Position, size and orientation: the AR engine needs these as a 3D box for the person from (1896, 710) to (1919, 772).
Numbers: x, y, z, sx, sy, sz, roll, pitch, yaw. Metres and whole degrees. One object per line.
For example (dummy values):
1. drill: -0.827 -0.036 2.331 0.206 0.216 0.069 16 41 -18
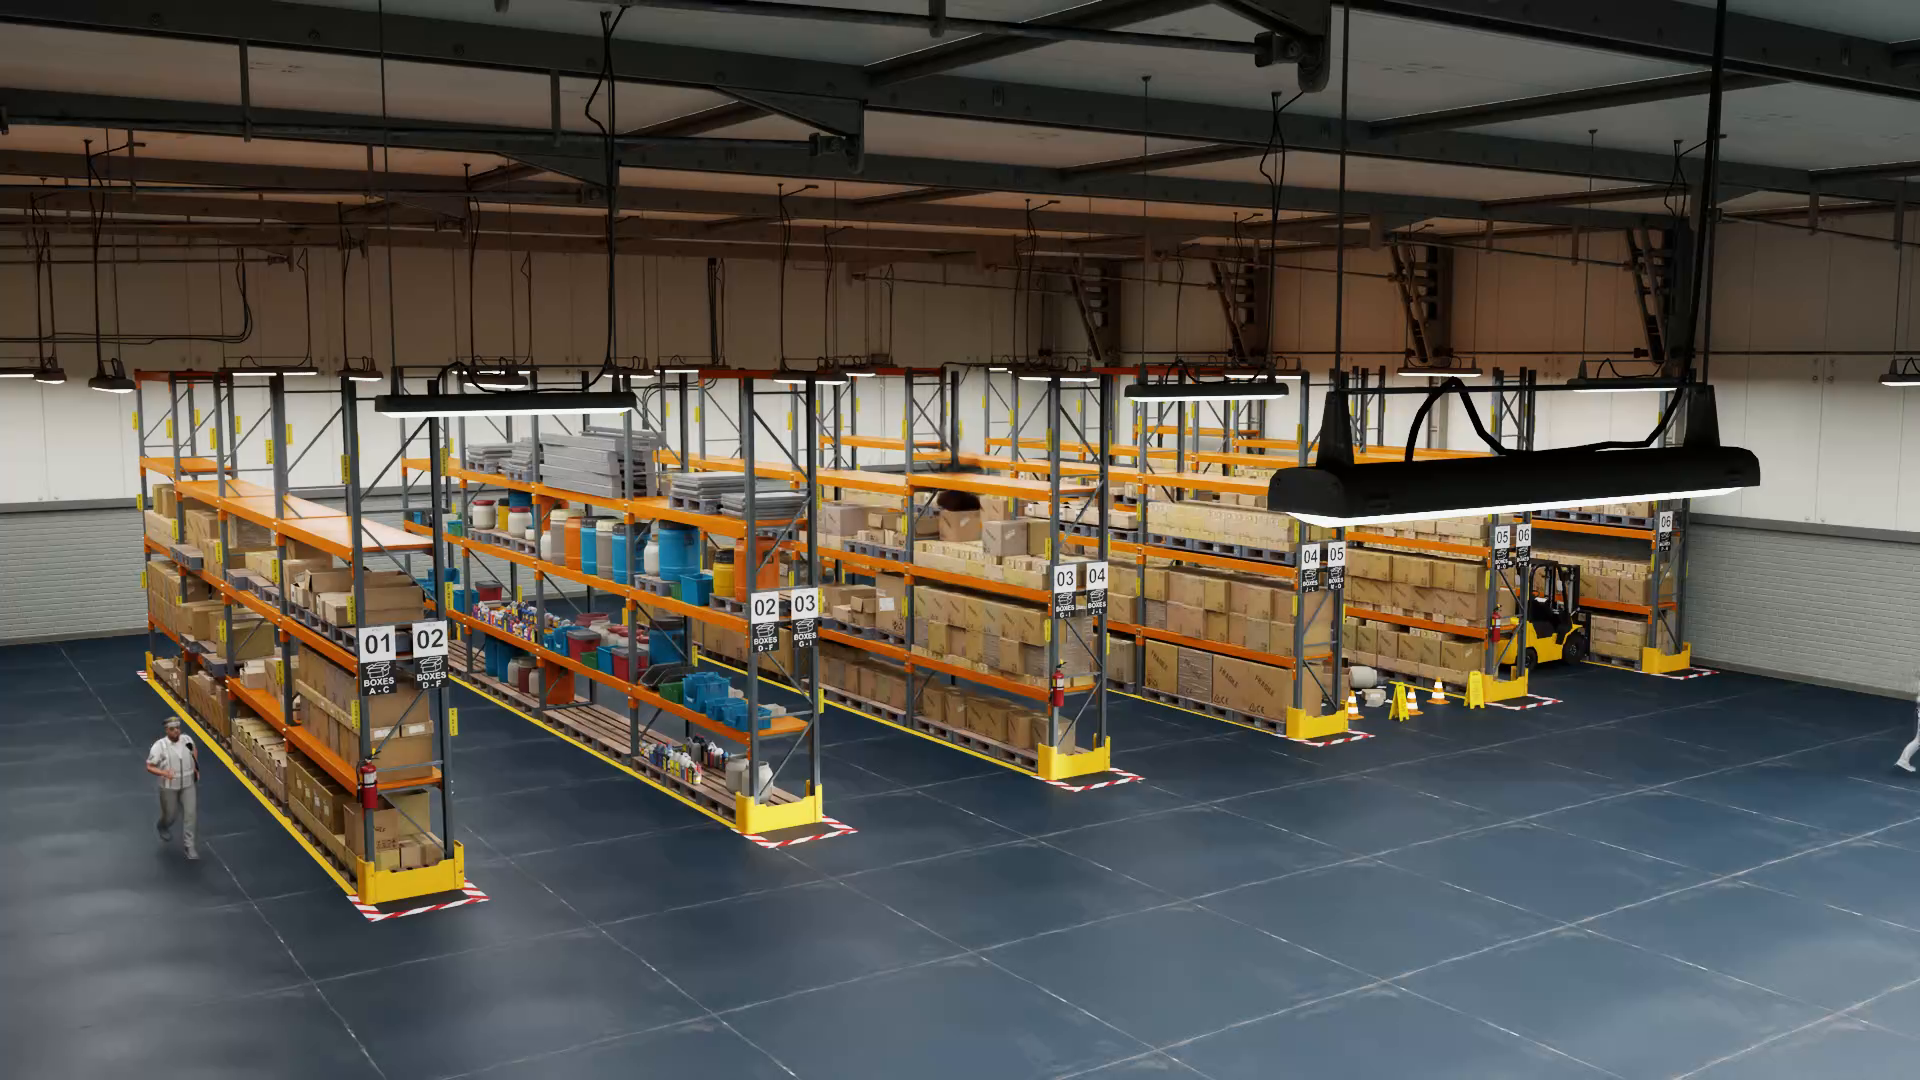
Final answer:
1. person: 14.447 2.694 24.761 0.759 1.747 0.589 1 6 7

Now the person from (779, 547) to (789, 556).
1. person: -4.391 0.938 40.503 0.681 1.727 0.723 3 7 23

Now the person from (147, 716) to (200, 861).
1. person: -9.906 3.092 21.008 0.664 1.790 0.944 -6 9 -44
